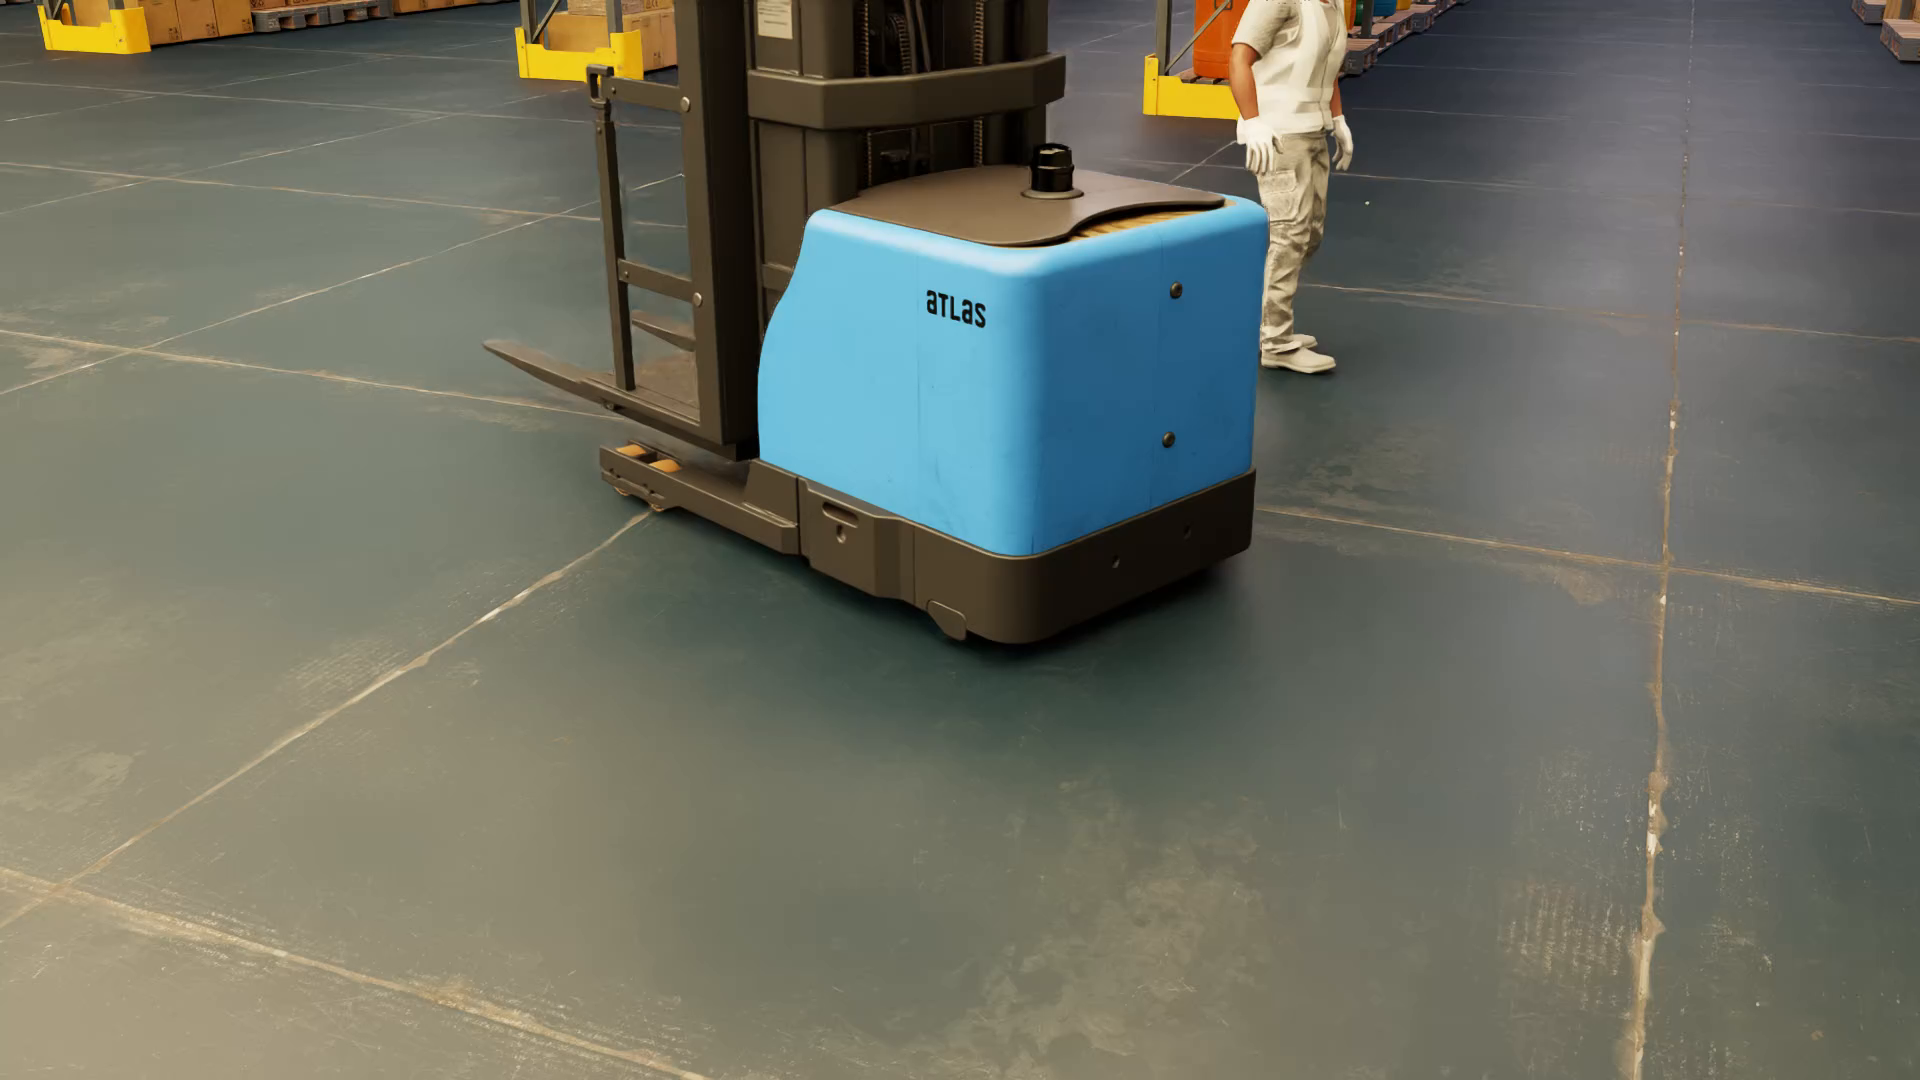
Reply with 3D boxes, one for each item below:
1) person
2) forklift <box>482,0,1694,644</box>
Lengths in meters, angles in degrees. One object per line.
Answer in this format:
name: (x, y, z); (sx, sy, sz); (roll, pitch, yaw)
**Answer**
person: (1.377, -1.575, 6.575); (0.490, 1.765, 0.773); (14, 27, 30)
forklift: (3.763, -6.175, 16.066); (23.875, 2.935, 14.365); (-20, 30, -40)
